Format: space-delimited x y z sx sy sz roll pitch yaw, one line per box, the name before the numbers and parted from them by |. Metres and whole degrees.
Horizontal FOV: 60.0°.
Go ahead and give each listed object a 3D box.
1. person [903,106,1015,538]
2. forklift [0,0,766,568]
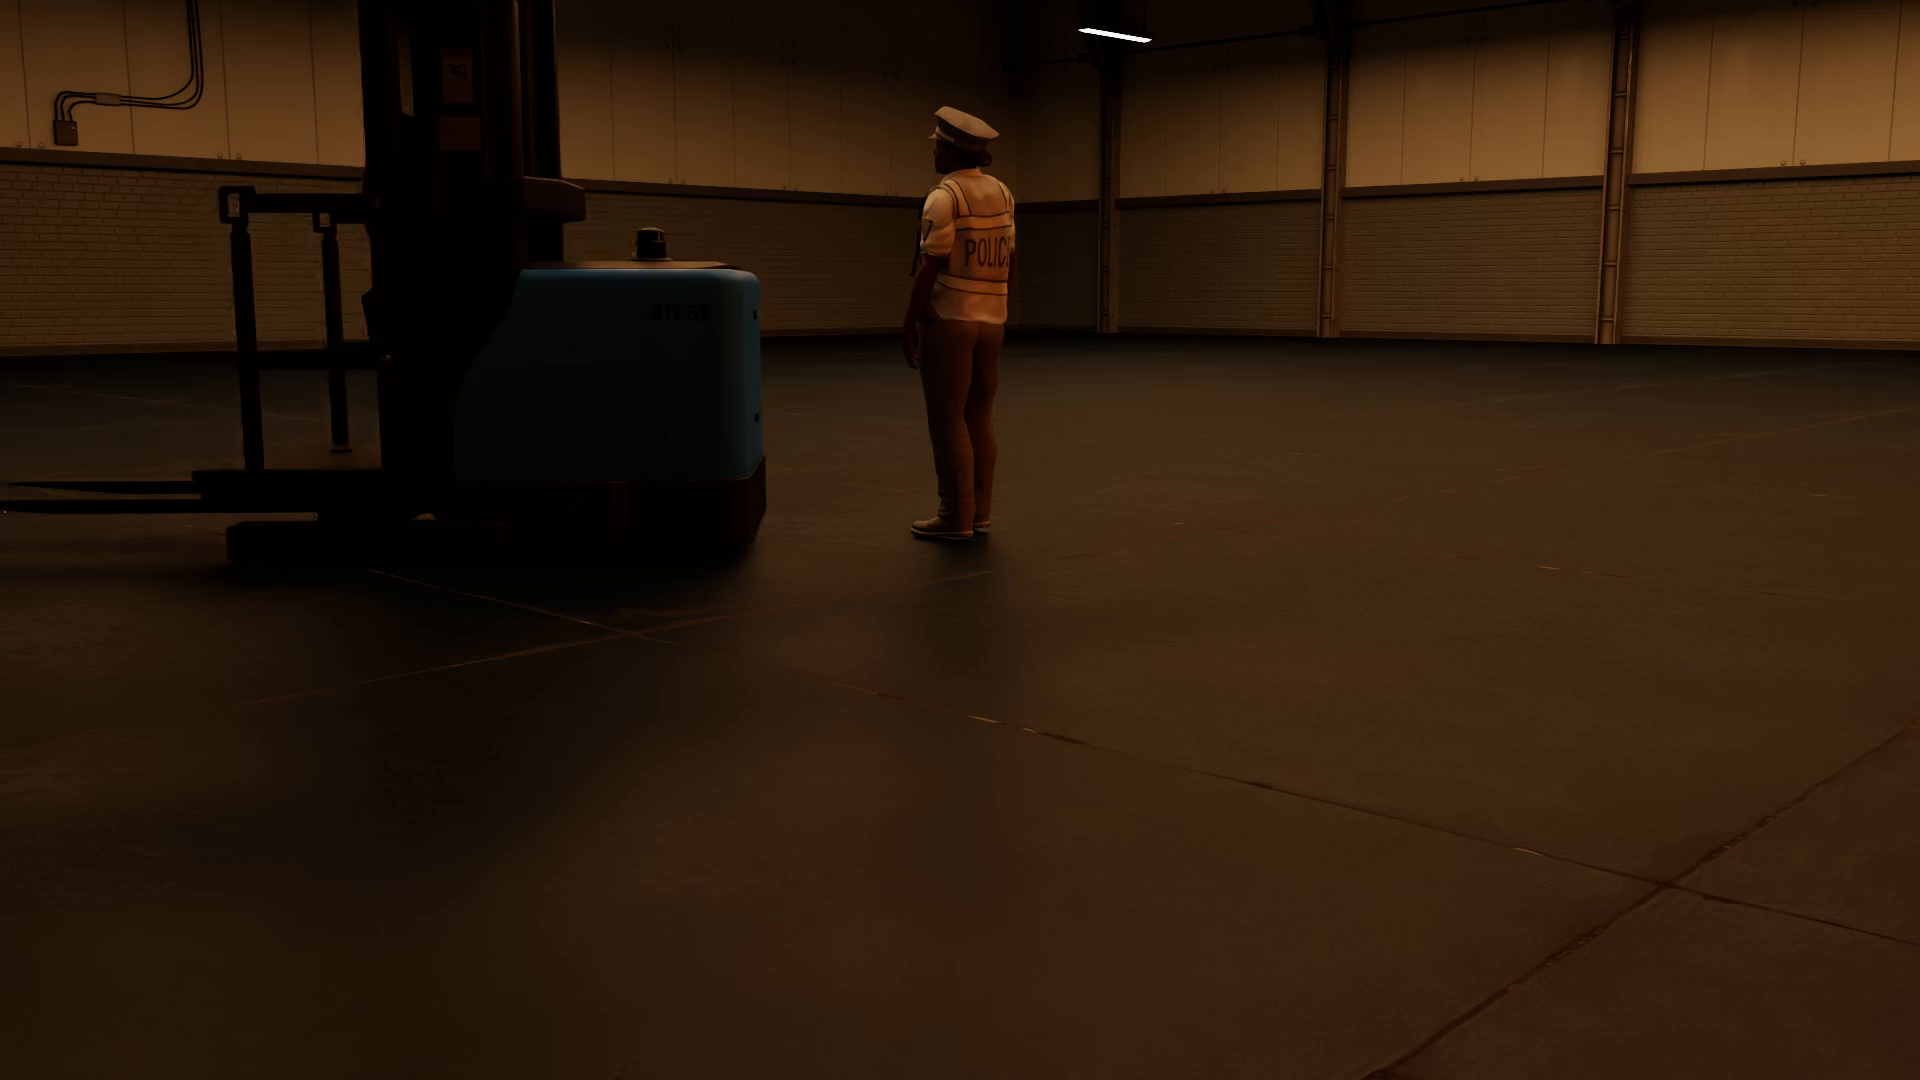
person | -0.041 -0.855 6.656 0.528 1.697 0.570 8 12 43
forklift | -2.315 -1.428 6.359 3.031 2.935 1.130 0 9 -3
